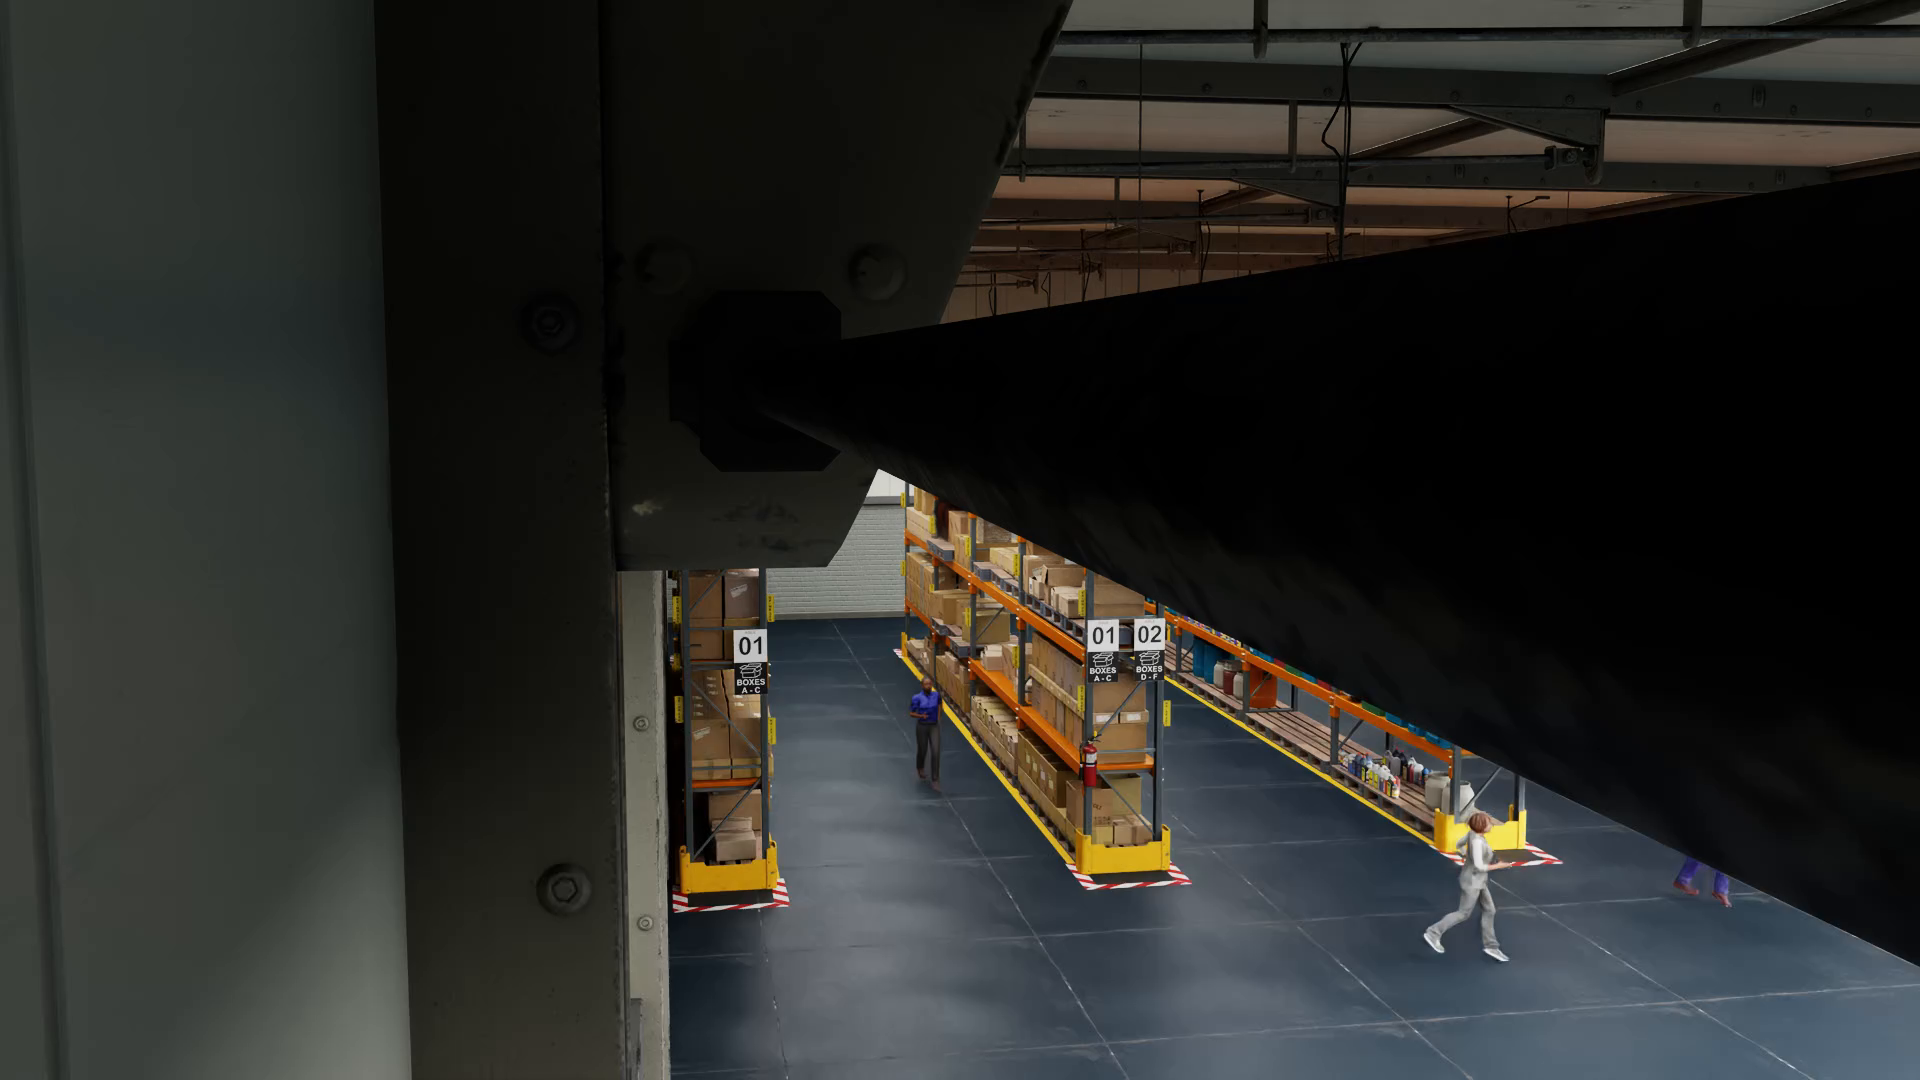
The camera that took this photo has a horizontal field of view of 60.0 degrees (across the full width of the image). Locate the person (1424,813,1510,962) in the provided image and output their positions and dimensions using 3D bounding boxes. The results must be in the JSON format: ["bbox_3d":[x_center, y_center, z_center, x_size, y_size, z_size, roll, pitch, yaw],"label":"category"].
[{"bbox_3d":[5.431,3.694,17.775,0.881,1.616,0.550,2,6,17],"label":"person"}]

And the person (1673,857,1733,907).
[{"bbox_3d":[8.912,3.489,19.761,0.736,1.718,0.573,3,6,24],"label":"person"}]

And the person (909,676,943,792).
[{"bbox_3d":[-0.502,2.895,25.188,0.570,1.700,0.862,-1,6,-12],"label":"person"}]
